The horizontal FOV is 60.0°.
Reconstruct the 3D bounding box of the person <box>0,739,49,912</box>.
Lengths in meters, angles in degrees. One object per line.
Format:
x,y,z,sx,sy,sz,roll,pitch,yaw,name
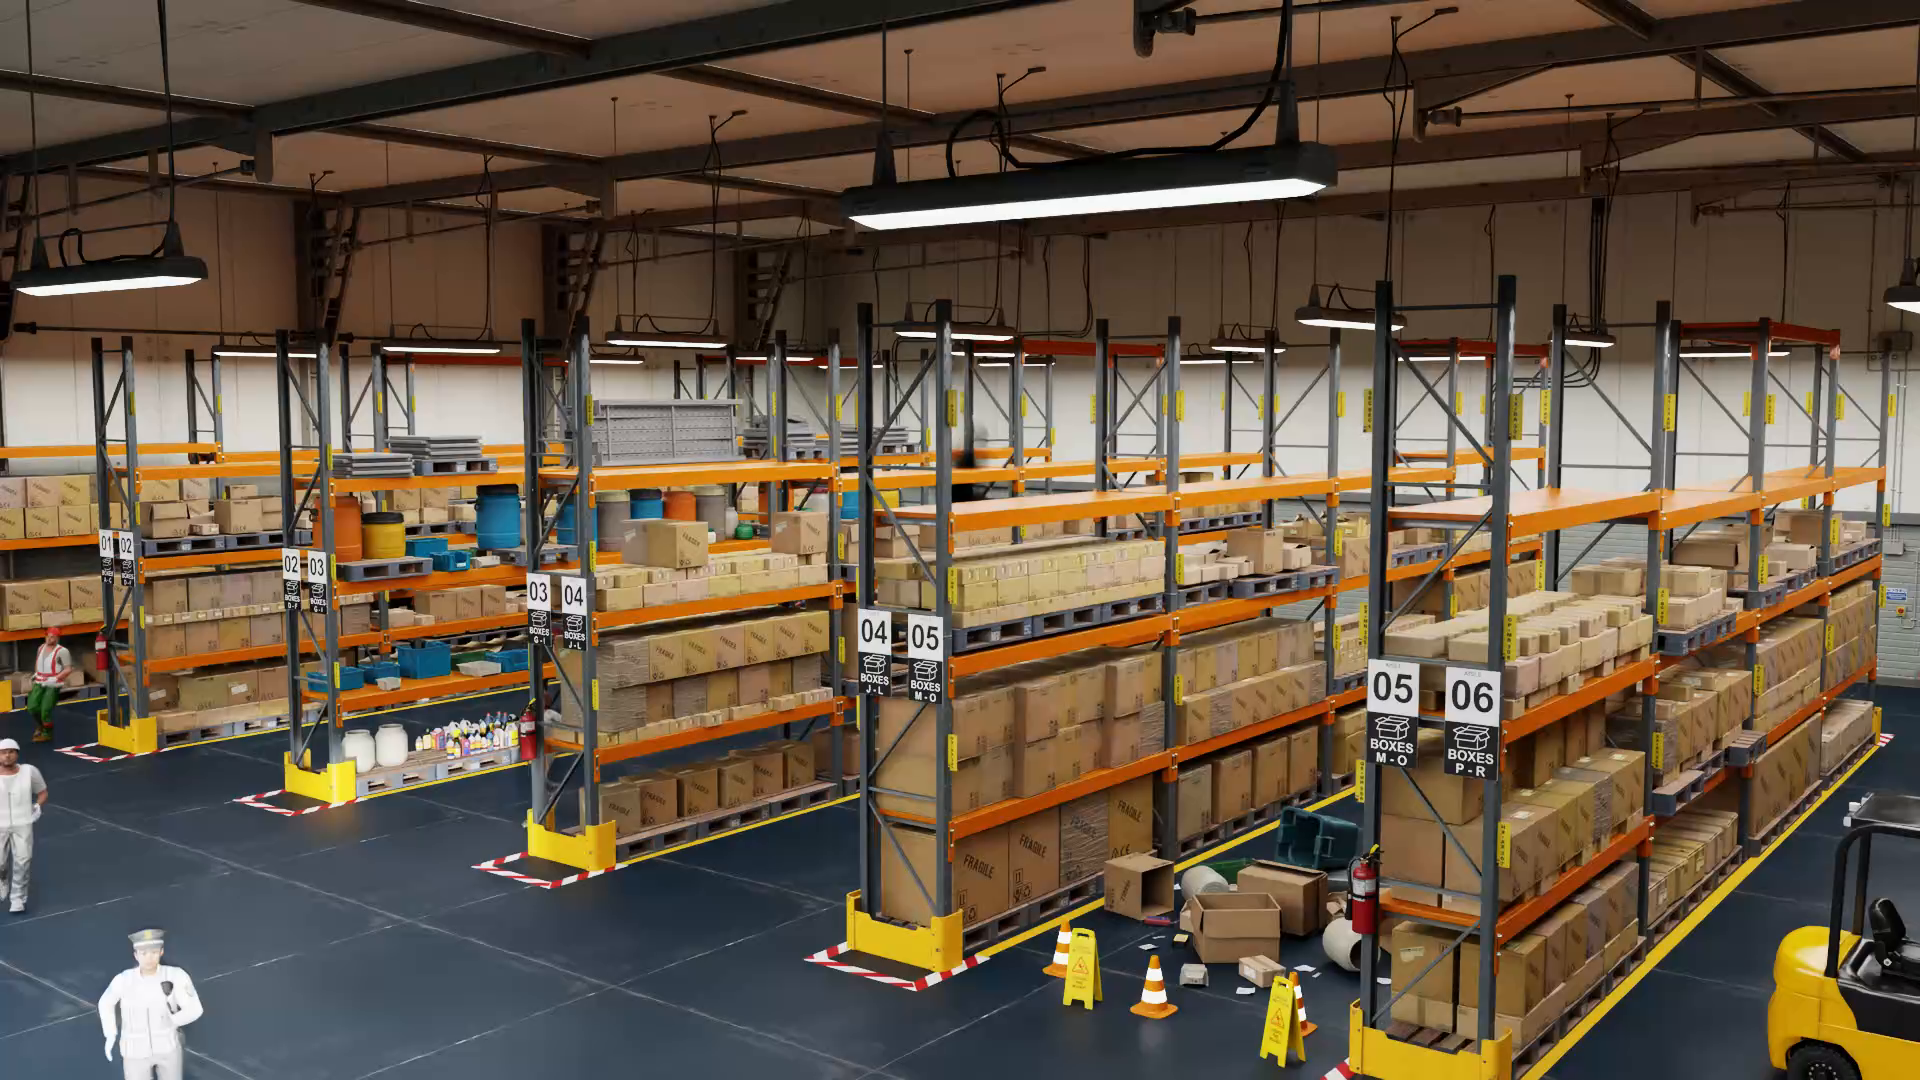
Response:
-9.499,2.851,16.651,0.679,1.733,0.612,-3,6,-30,person

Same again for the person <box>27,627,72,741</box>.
-13.591,2.158,24.704,0.622,1.728,0.559,1,5,6,person

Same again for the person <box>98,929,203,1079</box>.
-5.275,3.352,10.868,0.609,1.684,0.920,-3,6,-27,person

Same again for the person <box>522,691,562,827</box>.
-5.055,2.603,20.108,0.508,1.574,0.867,2,5,21,person
